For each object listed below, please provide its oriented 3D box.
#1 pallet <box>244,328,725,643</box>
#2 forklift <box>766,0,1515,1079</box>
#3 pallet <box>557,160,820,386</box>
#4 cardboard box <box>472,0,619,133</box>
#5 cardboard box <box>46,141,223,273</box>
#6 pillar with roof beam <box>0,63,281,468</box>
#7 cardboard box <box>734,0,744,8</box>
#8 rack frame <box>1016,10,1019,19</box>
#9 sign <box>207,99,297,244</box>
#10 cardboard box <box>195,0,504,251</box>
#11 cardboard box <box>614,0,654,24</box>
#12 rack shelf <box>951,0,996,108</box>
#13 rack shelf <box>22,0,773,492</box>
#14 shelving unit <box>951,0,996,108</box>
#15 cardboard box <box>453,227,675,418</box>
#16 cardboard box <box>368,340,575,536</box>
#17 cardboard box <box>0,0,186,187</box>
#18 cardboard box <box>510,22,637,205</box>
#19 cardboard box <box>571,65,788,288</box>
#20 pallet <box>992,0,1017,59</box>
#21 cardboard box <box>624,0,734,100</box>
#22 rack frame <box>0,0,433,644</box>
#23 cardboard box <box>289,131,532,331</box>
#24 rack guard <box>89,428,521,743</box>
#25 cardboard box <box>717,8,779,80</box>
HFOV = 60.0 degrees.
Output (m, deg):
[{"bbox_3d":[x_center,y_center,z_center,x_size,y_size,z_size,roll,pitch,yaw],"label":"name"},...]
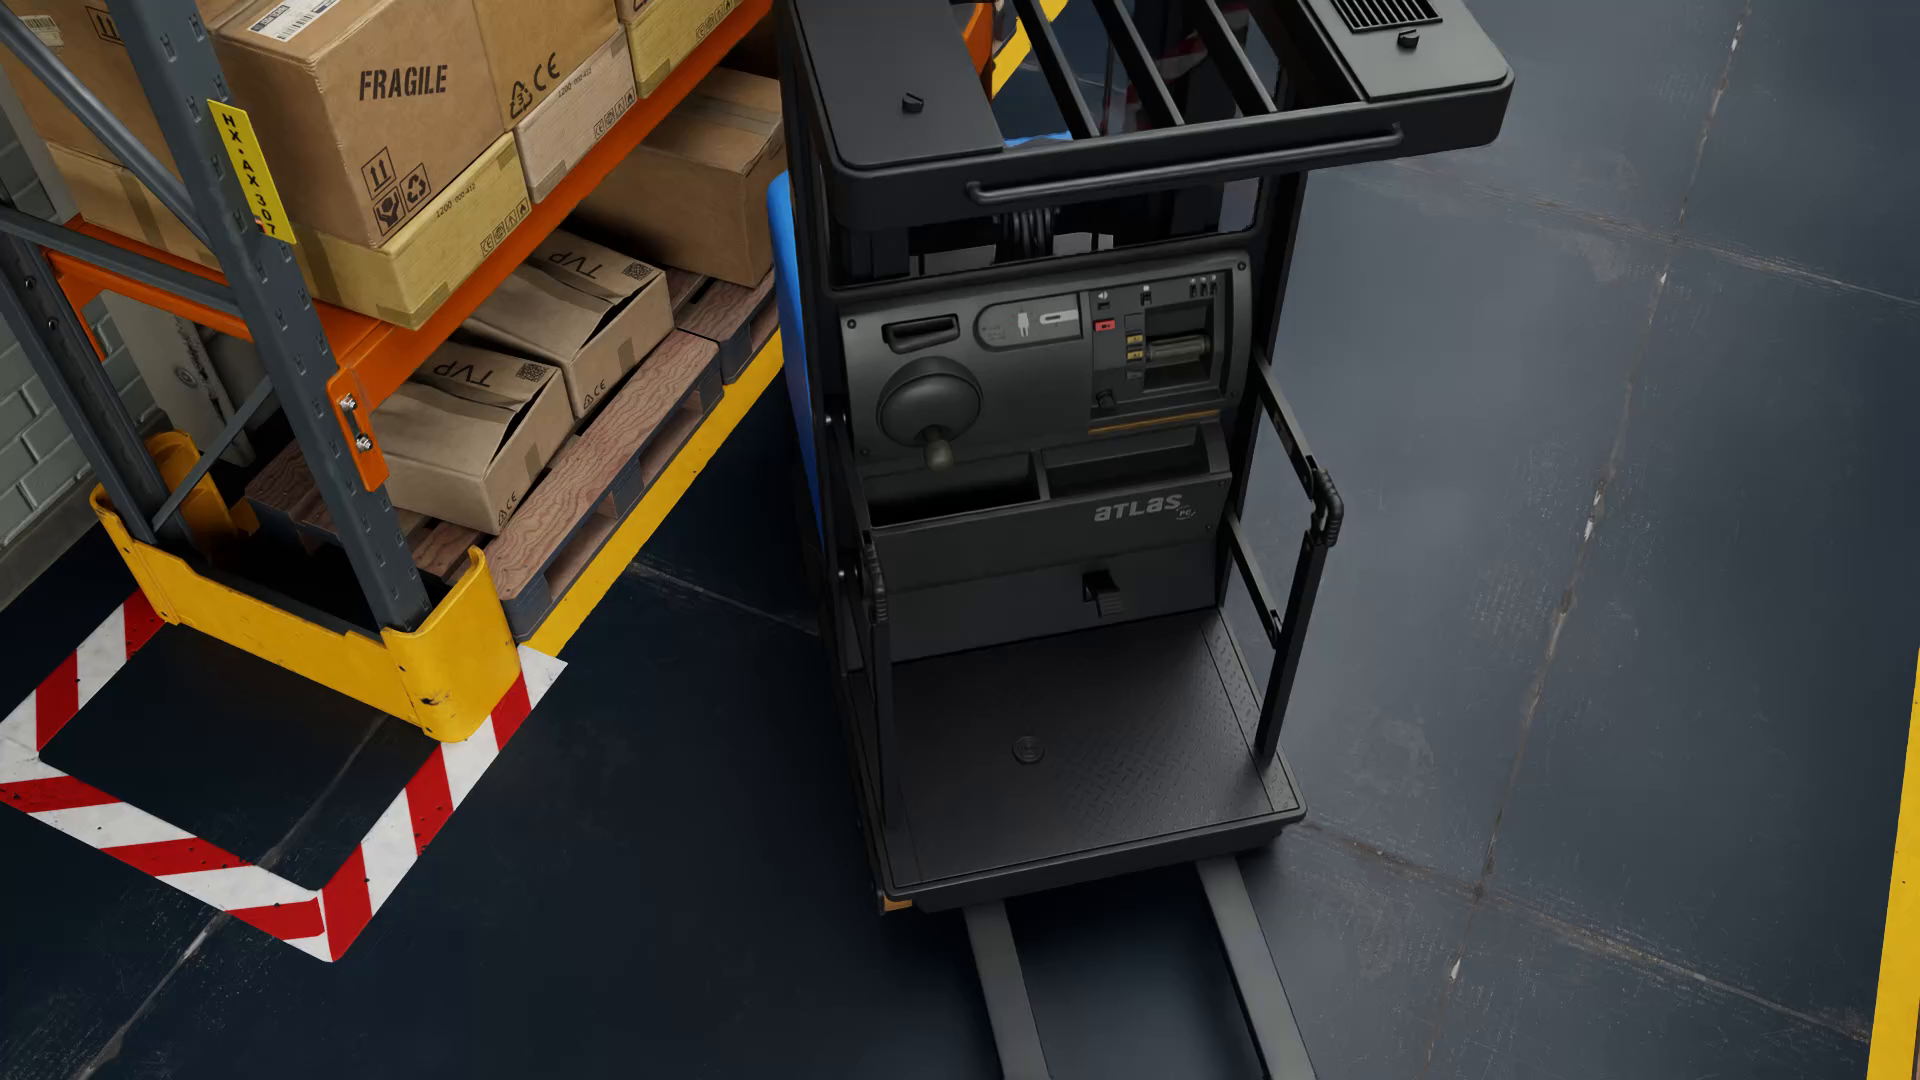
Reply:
[{"bbox_3d":[-1.500,-0.327,5.390,1.003,0.211,1.213,20,52,16],"label":"pallet"},{"bbox_3d":[0.250,-0.294,3.576,1.130,2.935,3.031,-10,50,-8],"label":"forklift"},{"bbox_3d":[-0.978,-1.164,6.102,1.003,0.211,1.213,20,52,16],"label":"pallet"},{"bbox_3d":[-1.216,-1.400,4.064,0.500,0.500,0.500,20,52,16],"label":"cardboard box"},{"bbox_3d":[-1.887,-0.973,4.194,0.500,0.250,0.500,20,53,17],"label":"cardboard box"},{"bbox_3d":[1.498,-1.937,0.990,9.100,9.000,0.400,20,52,16],"label":"pillar with roof beam"},{"bbox_3d":[-0.766,-1.880,4.965,0.500,0.250,0.500,20,53,16],"label":"cardboard box"},{"bbox_3d":[-0.203,-3.385,6.161,1.000,3.000,0.127,20,52,16],"label":"rack frame"},{"bbox_3d":[-1.421,-0.735,3.337,0.100,0.325,0.005,20,52,16],"label":"sign"},{"bbox_3d":[-1.436,-1.062,3.777,0.500,0.500,0.500,20,52,16],"label":"cardboard box"},{"bbox_3d":[-0.989,-1.753,4.365,0.500,0.500,0.500,18,52,15],"label":"cardboard box"},{"bbox_3d":[-0.162,-1.389,5.071,0.431,0.518,0.480,12,51,10],"label":"rack shelf"},{"bbox_3d":[-1.057,-1.775,5.263,1.077,0.370,4.000,20,52,16],"label":"rack shelf"},{"bbox_3d":[-0.162,-1.398,5.061,0.431,2.100,0.503,12,51,10],"label":"shelving unit"},{"bbox_3d":[-1.291,-0.742,5.388,0.500,0.311,0.500,24,54,19],"label":"cardboard box"},{"bbox_3d":[-1.535,-0.349,5.054,0.500,0.311,0.500,14,51,12],"label":"cardboard box"},{"bbox_3d":[-1.902,-1.225,3.916,0.500,0.500,0.500,19,52,16],"label":"cardboard box"},{"bbox_3d":[-1.207,-1.183,4.373,0.500,0.250,0.500,18,52,15],"label":"cardboard box"},{"bbox_3d":[-0.932,-1.292,5.732,0.700,0.500,0.500,17,52,14],"label":"cardboard box"},{"bbox_3d":[-0.458,-2.007,6.819,1.003,0.211,1.213,20,52,16],"label":"pallet"},{"bbox_3d":[-0.984,-1.532,4.670,0.500,0.250,0.500,19,52,16],"label":"cardboard box"},{"bbox_3d":[-1.912,-0.631,3.817,1.000,3.000,0.127,20,52,16],"label":"rack frame"},{"bbox_3d":[-1.416,-0.821,4.065,0.500,0.250,0.500,18,52,15],"label":"cardboard box"},{"bbox_3d":[-1.879,0.127,4.814,1.175,0.500,0.348,20,52,16],"label":"rack guard"},{"bbox_3d":[-0.610,-1.990,6.326,0.500,0.500,0.500,16,52,13],"label":"cardboard box"}]
